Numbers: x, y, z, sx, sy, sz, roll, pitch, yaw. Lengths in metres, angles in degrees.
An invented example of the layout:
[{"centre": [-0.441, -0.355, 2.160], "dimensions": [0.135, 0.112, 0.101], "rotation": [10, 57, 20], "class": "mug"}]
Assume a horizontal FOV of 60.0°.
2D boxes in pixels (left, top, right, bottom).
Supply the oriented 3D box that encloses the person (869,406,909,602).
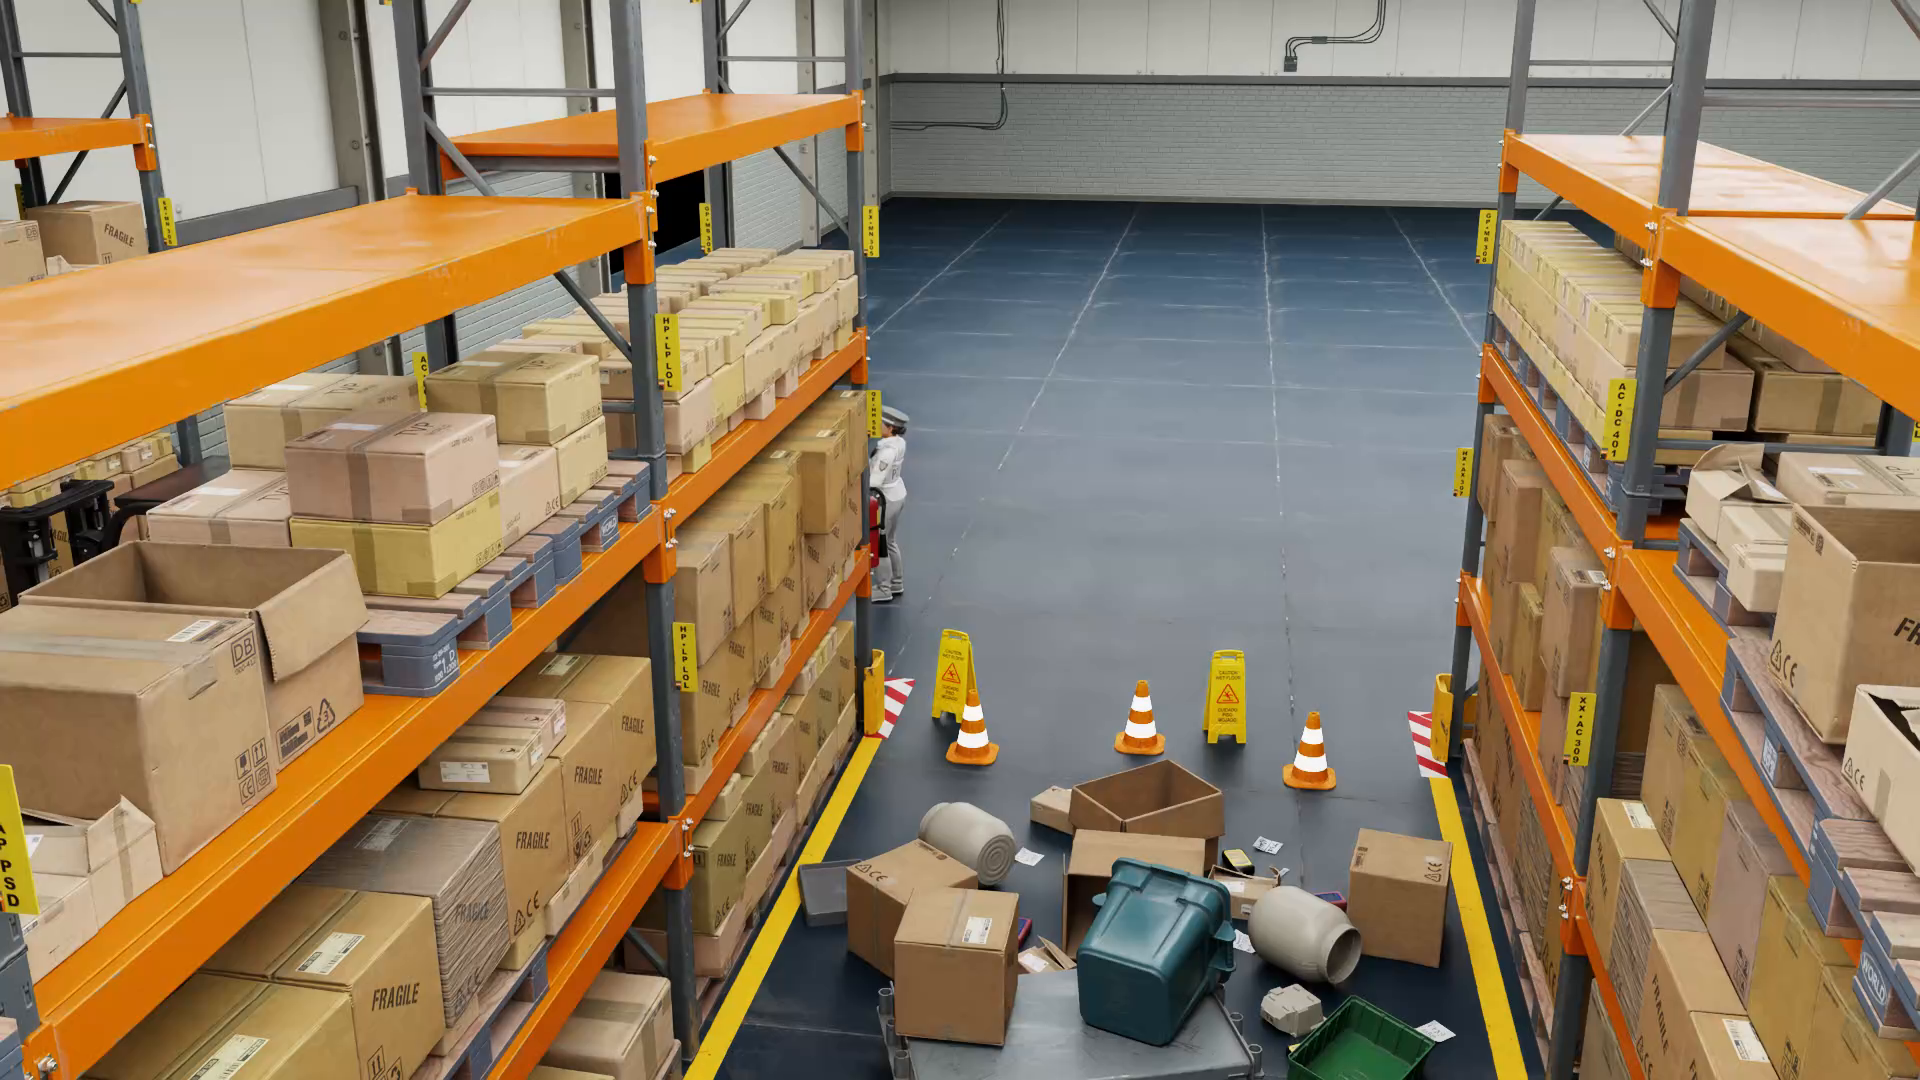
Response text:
[{"centre": [-0.687, -0.316, 13.993], "dimensions": [0.546, 1.687, 0.459], "rotation": [3, 18, 10], "class": "person"}]
